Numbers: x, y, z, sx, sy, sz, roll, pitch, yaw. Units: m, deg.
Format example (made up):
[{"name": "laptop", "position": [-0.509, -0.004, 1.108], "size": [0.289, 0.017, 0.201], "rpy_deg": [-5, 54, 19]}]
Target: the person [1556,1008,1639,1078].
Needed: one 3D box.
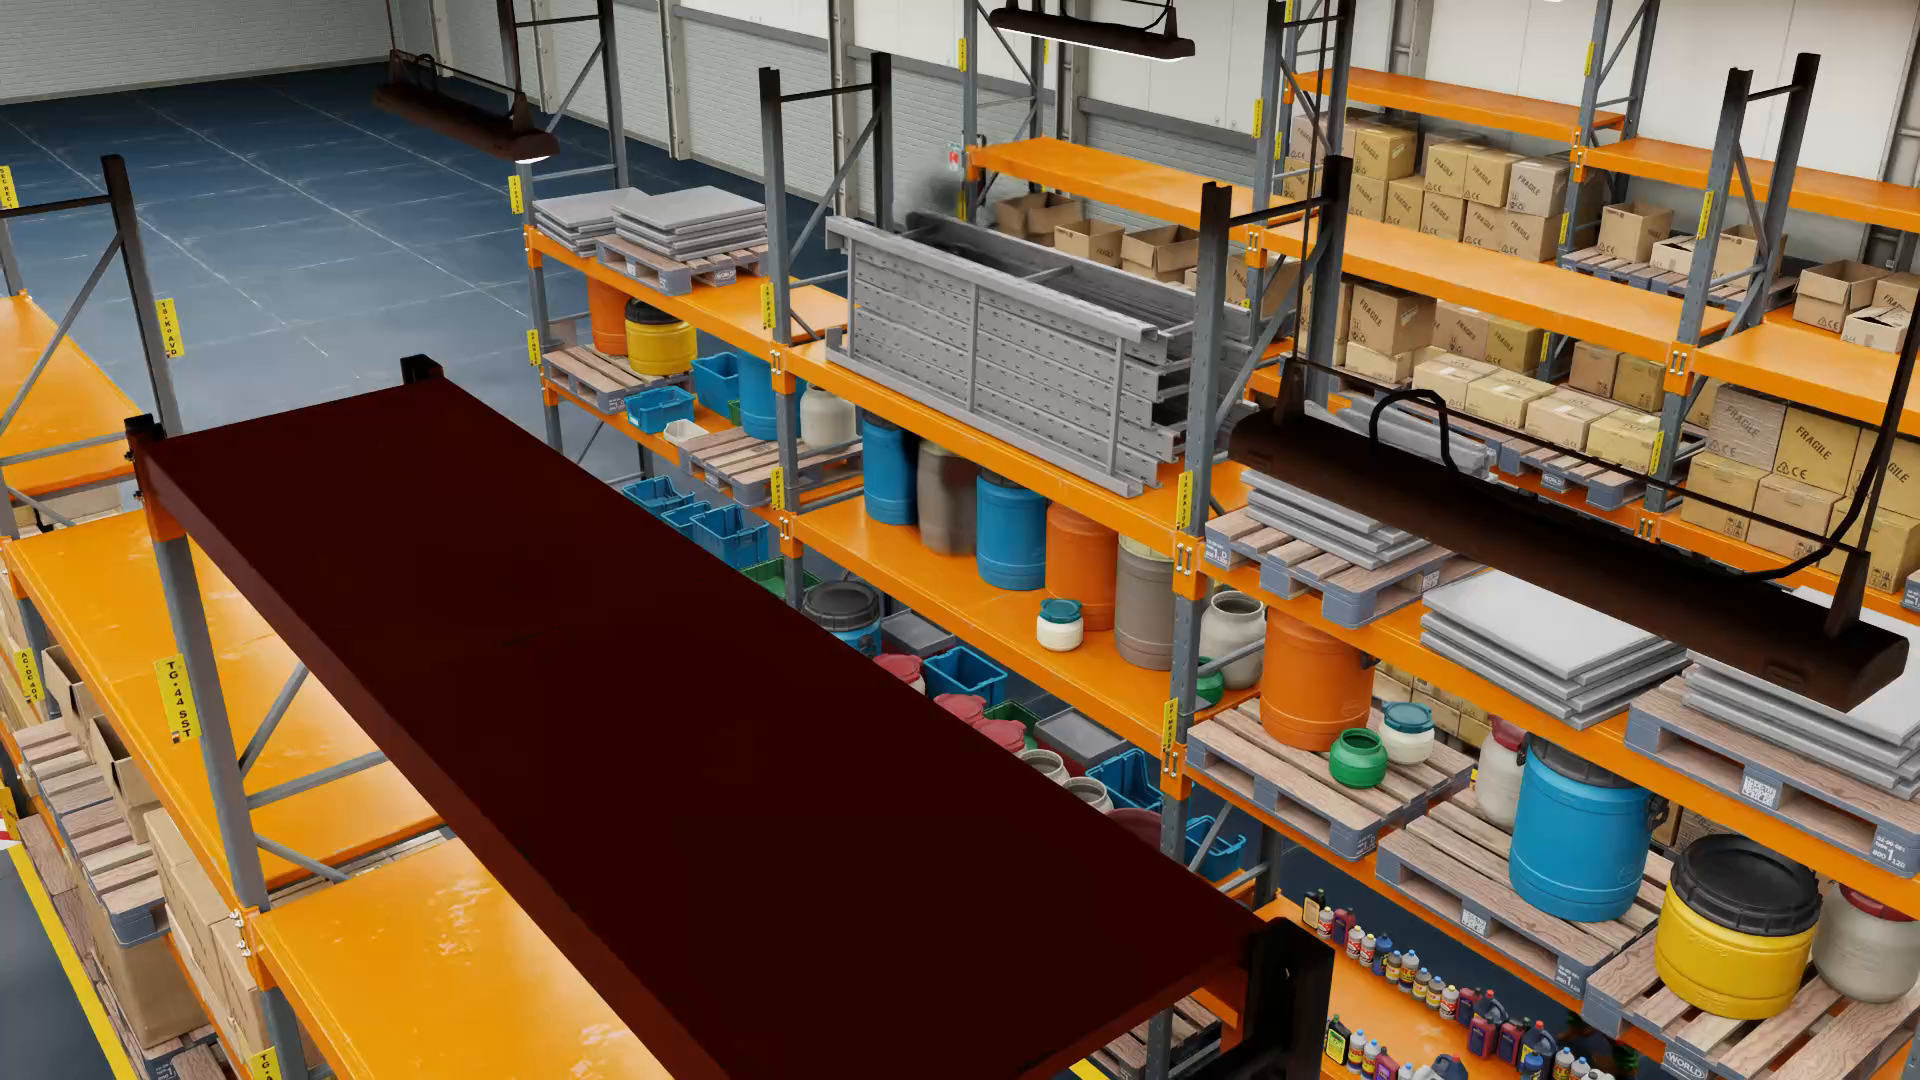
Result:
[{"name": "person", "position": [4.131, 2.642, 10.771], "size": [0.824, 1.811, 0.643], "rpy_deg": [19, 32, 34]}]
